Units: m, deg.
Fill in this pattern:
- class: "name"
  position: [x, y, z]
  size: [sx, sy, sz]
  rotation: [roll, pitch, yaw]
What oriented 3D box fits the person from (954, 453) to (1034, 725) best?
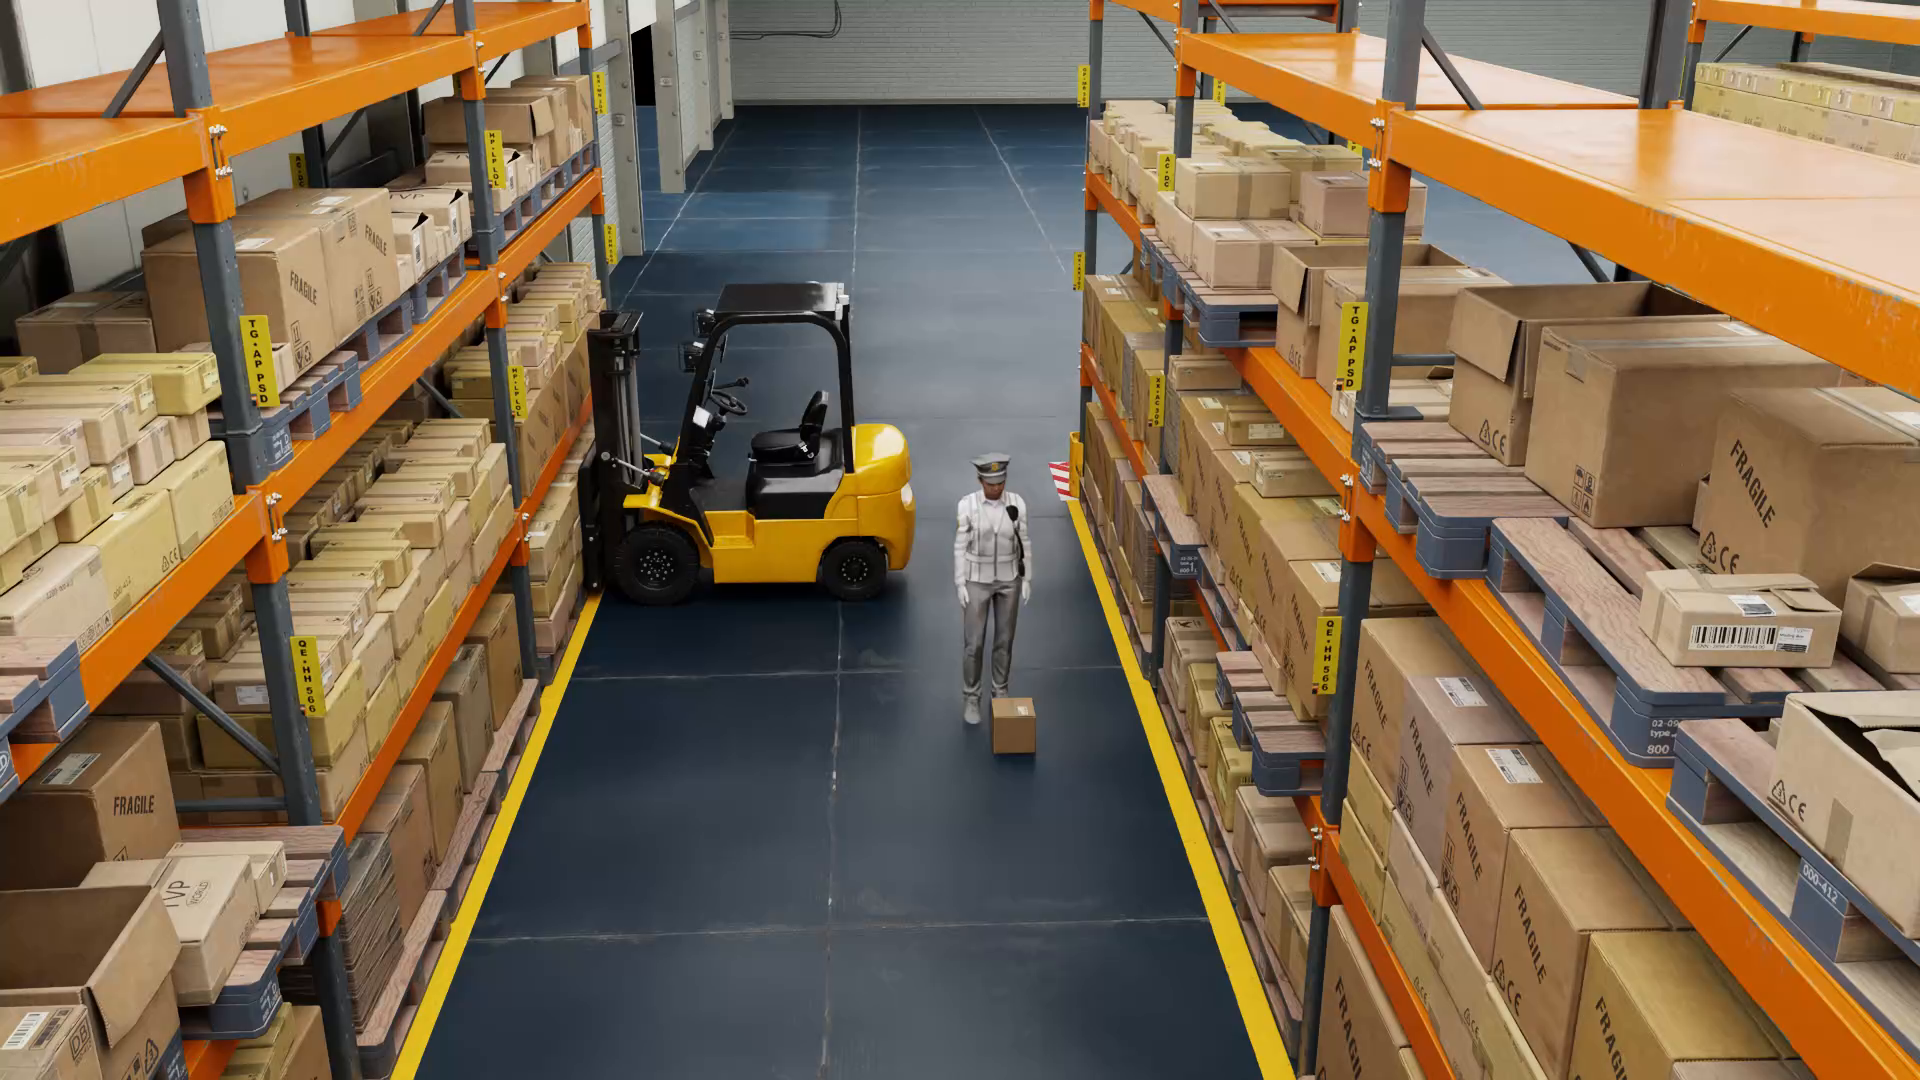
- class: "person"
  position: [0.220, 0.306, 10.275]
  size: [0.500, 1.719, 0.387]
  rotation: [-3, 21, -9]
